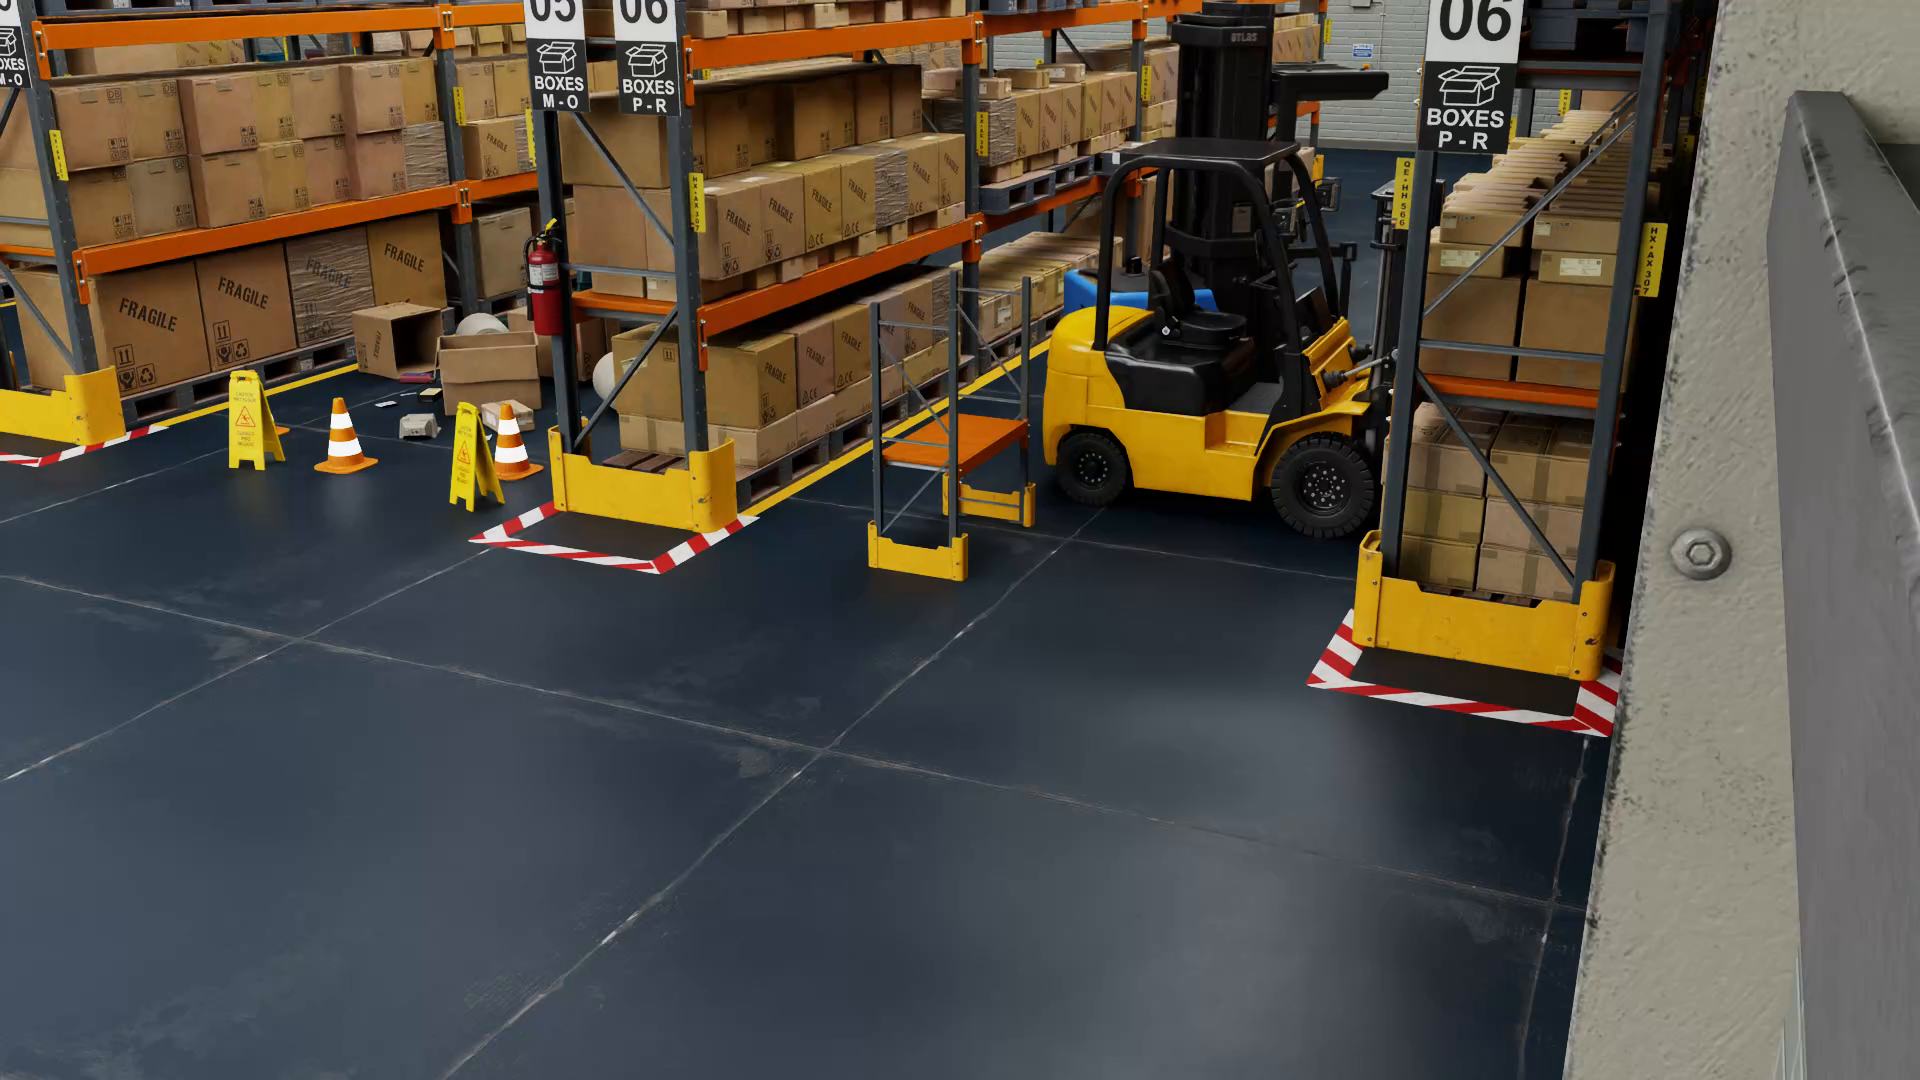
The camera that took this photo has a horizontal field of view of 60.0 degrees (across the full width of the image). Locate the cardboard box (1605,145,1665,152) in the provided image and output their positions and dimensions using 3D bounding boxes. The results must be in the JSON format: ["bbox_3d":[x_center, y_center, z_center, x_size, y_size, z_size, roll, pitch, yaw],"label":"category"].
[{"bbox_3d":[4.203,-2.382,10.428,0.380,0.149,0.250,8,21,21],"label":"cardboard box"}]

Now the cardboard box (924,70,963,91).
[{"bbox_3d":[-0.078,-3.854,13.941,0.380,0.149,0.250,8,21,21],"label":"cardboard box"}]

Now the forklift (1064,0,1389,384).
[{"bbox_3d":[2.318,-2.292,11.841,3.031,2.935,1.130,-4,20,-11],"label":"forklift"}]

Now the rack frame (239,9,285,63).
[{"bbox_3d":[-10.615,-7.264,25.717,1.000,3.000,0.127,9,21,23],"label":"rack frame"}]

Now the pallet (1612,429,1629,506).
[{"bbox_3d":[3.835,-0.548,10.993,1.003,0.211,1.213,9,21,23],"label":"pallet"}]

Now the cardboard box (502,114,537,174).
[{"bbox_3d":[-4.222,-3.752,15.694,0.500,0.500,0.500,9,21,23],"label":"cardboard box"}]

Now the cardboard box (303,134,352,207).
[{"bbox_3d":[-5.562,-3.063,13.681,0.875,0.550,0.550,9,21,23],"label":"cardboard box"}]

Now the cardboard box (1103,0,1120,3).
[{"bbox_3d":[1.275,-5.094,15.515,0.380,0.149,0.250,9,21,23],"label":"cardboard box"}]

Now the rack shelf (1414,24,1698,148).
[{"bbox_3d":[3.380,-2.562,9.092,1.077,0.370,4.000,9,21,23],"label":"rack shelf"}]

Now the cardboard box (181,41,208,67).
[{"bbox_3d":[-13.848,-8.729,29.688,0.500,0.500,0.500,9,21,23],"label":"cardboard box"}]

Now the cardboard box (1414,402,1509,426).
[{"bbox_3d":[2.668,-0.590,8.936,0.500,0.250,0.500,9,21,24],"label":"cardboard box"}]

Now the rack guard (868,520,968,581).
[{"bbox_3d":[-0.235,0.058,9.233,0.587,0.250,0.087,9,21,23],"label":"rack guard"}]

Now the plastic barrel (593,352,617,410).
[{"bbox_3d":[-2.505,-1.181,12.459,0.421,0.421,0.512,-9,22,-24],"label":"plastic barrel"}]

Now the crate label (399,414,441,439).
[{"bbox_3d":[-3.857,-0.813,11.850,0.250,0.136,0.298,-2,20,-5],"label":"crate label"}]

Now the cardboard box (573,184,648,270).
[{"bbox_3d":[-1.998,-1.947,10.174,0.500,0.500,0.500,8,21,22],"label":"cardboard box"}]

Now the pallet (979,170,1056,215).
[{"bbox_3d":[0.114,-2.902,13.739,1.003,0.211,1.213,9,21,23],"label":"pallet"}]

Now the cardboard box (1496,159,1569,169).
[{"bbox_3d":[3.342,-2.130,9.721,0.380,0.149,0.250,8,21,22],"label":"cardboard box"}]

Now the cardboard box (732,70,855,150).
[{"bbox_3d":[-1.169,-3.029,11.725,0.700,0.500,0.500,8,21,22],"label":"cardboard box"}]

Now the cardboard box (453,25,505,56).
[{"bbox_3d":[-6.642,-6.699,22.483,0.797,0.503,0.637,9,21,23],"label":"cardboard box"}]

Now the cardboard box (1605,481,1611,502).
[{"bbox_3d":[3.369,-0.209,9.357,0.500,0.250,0.500,8,21,22],"label":"cardboard box"}]

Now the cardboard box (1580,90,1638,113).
[{"bbox_3d":[6.336,-4.093,16.019,0.797,0.503,0.637,8,21,21],"label":"cardboard box"}]

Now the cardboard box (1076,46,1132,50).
[{"bbox_3d":[1.482,-4.872,17.349,0.500,0.500,0.500,9,21,24],"label":"cardboard box"}]

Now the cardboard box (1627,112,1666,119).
[{"bbox_3d":[5.888,-3.547,14.149,0.380,0.149,0.250,9,22,24],"label":"cardboard box"}]

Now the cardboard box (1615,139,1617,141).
[{"bbox_3d":[5.226,-3.231,13.856,0.500,0.250,0.500,9,22,24],"label":"cardboard box"}]

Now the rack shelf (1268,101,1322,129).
[{"bbox_3d":[3.764,-5.497,21.822,1.077,0.370,4.000,9,21,23],"label":"rack shelf"}]

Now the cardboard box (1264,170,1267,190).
[{"bbox_3d":[3.300,-4.392,20.839,0.875,0.438,0.875,8,21,22],"label":"cardboard box"}]

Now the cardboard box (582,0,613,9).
[{"bbox_3d":[-2.006,-3.232,9.684,0.500,0.250,0.500,8,21,22],"label":"cardboard box"}]

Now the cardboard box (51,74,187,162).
[{"bbox_3d":[-6.198,-3.073,12.097,0.875,0.550,0.550,9,21,23],"label":"cardboard box"}]

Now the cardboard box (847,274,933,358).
[{"bbox_3d":[-0.535,-1.661,12.320,0.500,0.500,0.500,9,21,24],"label":"cardboard box"}]

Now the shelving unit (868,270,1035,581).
[{"bbox_3d":[-0.031,-0.683,9.452,0.587,1.500,1.083,9,21,23],"label":"shelving unit"}]

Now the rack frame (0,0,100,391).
[{"bbox_3d":[-6.527,-2.204,11.490,1.000,3.000,0.127,9,21,23],"label":"rack frame"}]

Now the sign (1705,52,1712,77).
[{"bbox_3d":[7.982,-5.015,17.665,0.100,0.325,0.005,9,21,23],"label":"sign"}]

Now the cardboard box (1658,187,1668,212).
[{"bbox_3d":[4.044,-2.073,10.002,0.380,0.149,0.250,9,21,23],"label":"cardboard box"}]

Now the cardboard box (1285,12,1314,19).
[{"bbox_3d":[4.618,-7.134,22.742,0.380,0.149,0.250,9,21,23],"label":"cardboard box"}]

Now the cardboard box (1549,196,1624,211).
[{"bbox_3d":[3.126,-1.600,8.231,0.380,0.149,0.250,9,21,24],"label":"cardboard box"}]

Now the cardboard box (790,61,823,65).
[{"bbox_3d":[-1.923,-5.842,20.578,0.380,0.149,0.250,8,21,23],"label":"cardboard box"}]

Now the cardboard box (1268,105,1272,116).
[{"bbox_3d":[3.586,-5.532,20.699,0.500,0.500,0.500,9,21,23],"label":"cardboard box"}]

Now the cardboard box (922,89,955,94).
[{"bbox_3d":[-0.150,-3.488,13.881,0.500,0.500,0.500,9,21,23],"label":"cardboard box"}]

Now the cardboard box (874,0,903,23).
[{"bbox_3d":[-0.617,-3.623,11.377,0.380,0.149,0.250,9,22,24],"label":"cardboard box"}]

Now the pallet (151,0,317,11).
[{"bbox_3d":[-5.734,-4.178,12.697,1.003,0.211,1.213,9,21,23],"label":"pallet"}]

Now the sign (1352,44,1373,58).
[{"bbox_3d":[6.851,-8.327,28.302,0.327,0.218,0.001,9,21,23],"label":"sign"}]

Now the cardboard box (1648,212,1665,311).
[{"bbox_3d":[3.854,-1.663,9.818,0.500,0.500,0.500,8,21,21],"label":"cardboard box"}]

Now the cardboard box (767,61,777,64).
[{"bbox_3d":[-2.514,-5.935,20.841,0.380,0.149,0.250,8,21,22],"label":"cardboard box"}]

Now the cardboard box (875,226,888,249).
[{"bbox_3d":[-0.730,-2.135,11.671,0.380,0.149,0.250,8,21,22],"label":"cardboard box"}]

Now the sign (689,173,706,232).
[{"bbox_3d":[-1.474,-1.889,9.313,0.100,0.325,0.005,9,21,23],"label":"sign"}]

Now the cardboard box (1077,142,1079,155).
[{"bbox_3d":[0.853,-3.552,15.028,0.380,0.149,0.250,9,21,23],"label":"cardboard box"}]

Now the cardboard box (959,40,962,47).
[{"bbox_3d":[-0.143,-7.425,24.084,0.500,0.500,0.500,8,21,21],"label":"cardboard box"}]

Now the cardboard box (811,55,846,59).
[{"bbox_3d":[-1.672,-6.247,22.263,0.500,0.500,0.500,9,21,23],"label":"cardboard box"}]

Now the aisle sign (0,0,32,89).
[{"bbox_3d":[-6.282,-3.366,10.878,0.394,0.787,0.004,9,21,23],"label":"aisle sign"}]

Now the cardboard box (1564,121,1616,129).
[{"bbox_3d":[5.076,-3.291,13.428,0.380,0.149,0.250,9,21,23],"label":"cardboard box"}]
